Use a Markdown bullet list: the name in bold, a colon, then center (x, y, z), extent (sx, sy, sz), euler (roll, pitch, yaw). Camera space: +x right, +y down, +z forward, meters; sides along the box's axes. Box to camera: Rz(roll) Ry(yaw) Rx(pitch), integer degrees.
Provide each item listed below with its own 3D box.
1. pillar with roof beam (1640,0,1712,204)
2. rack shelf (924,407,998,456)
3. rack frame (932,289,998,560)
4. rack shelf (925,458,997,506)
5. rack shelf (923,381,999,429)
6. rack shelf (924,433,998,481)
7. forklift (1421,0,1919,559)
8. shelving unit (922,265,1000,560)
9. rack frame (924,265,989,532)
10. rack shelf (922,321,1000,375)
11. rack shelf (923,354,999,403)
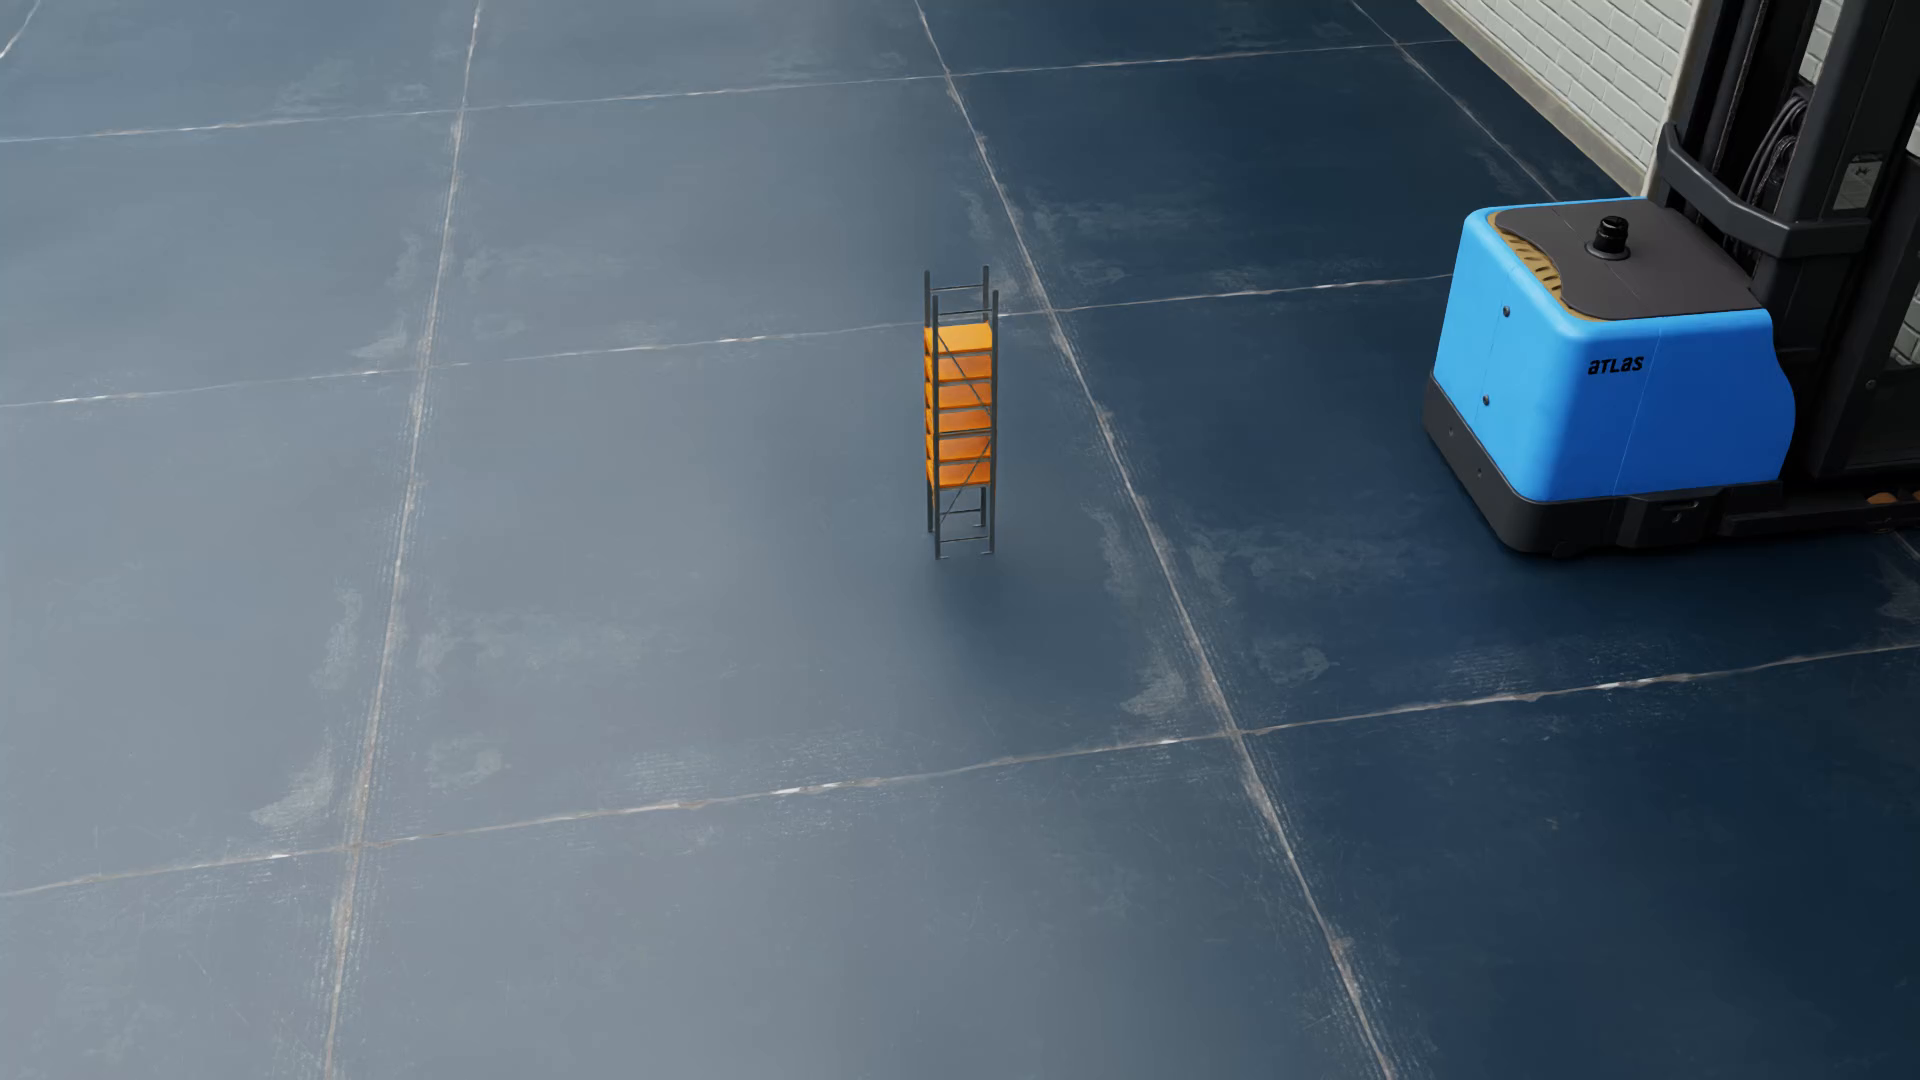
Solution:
- **pillar with roof beam**: center (-0.522, -4.578, 5.308), extent (9.100, 9.000, 0.400), euler (-6, 38, -8)
- **rack shelf**: center (0.003, -0.430, 6.398), extent (0.258, 0.103, 0.180), euler (-6, 38, -8)
- **rack frame**: center (0.019, -0.410, 6.300), extent (0.240, 1.200, 0.006), euler (-6, 38, -8)
- **rack shelf**: center (0.003, -0.240, 6.545), extent (0.258, 0.103, 0.180), euler (-6, 38, -8)
- **rack shelf**: center (0.003, -0.525, 6.324), extent (0.258, 0.103, 0.180), euler (-6, 38, -8)
- **rack shelf**: center (0.003, -0.335, 6.472), extent (0.258, 0.103, 0.180), euler (-6, 38, -8)
- **forklift**: center (3.587, -1.501, 6.293), extent (3.031, 2.935, 1.130), euler (-5, 38, -7)
- **shelving unit**: center (0.003, -0.465, 6.371), extent (0.258, 1.200, 0.189), euler (-6, 38, -8)
- **rack frame**: center (-0.013, -0.520, 6.442), extent (0.240, 1.200, 0.006), euler (-6, 38, -8)
- **rack shelf**: center (0.003, -0.714, 6.177), extent (0.258, 0.103, 0.180), euler (-6, 38, -8)
- **rack shelf**: center (0.003, -0.620, 6.251), extent (0.258, 0.103, 0.180), euler (-6, 38, -8)
